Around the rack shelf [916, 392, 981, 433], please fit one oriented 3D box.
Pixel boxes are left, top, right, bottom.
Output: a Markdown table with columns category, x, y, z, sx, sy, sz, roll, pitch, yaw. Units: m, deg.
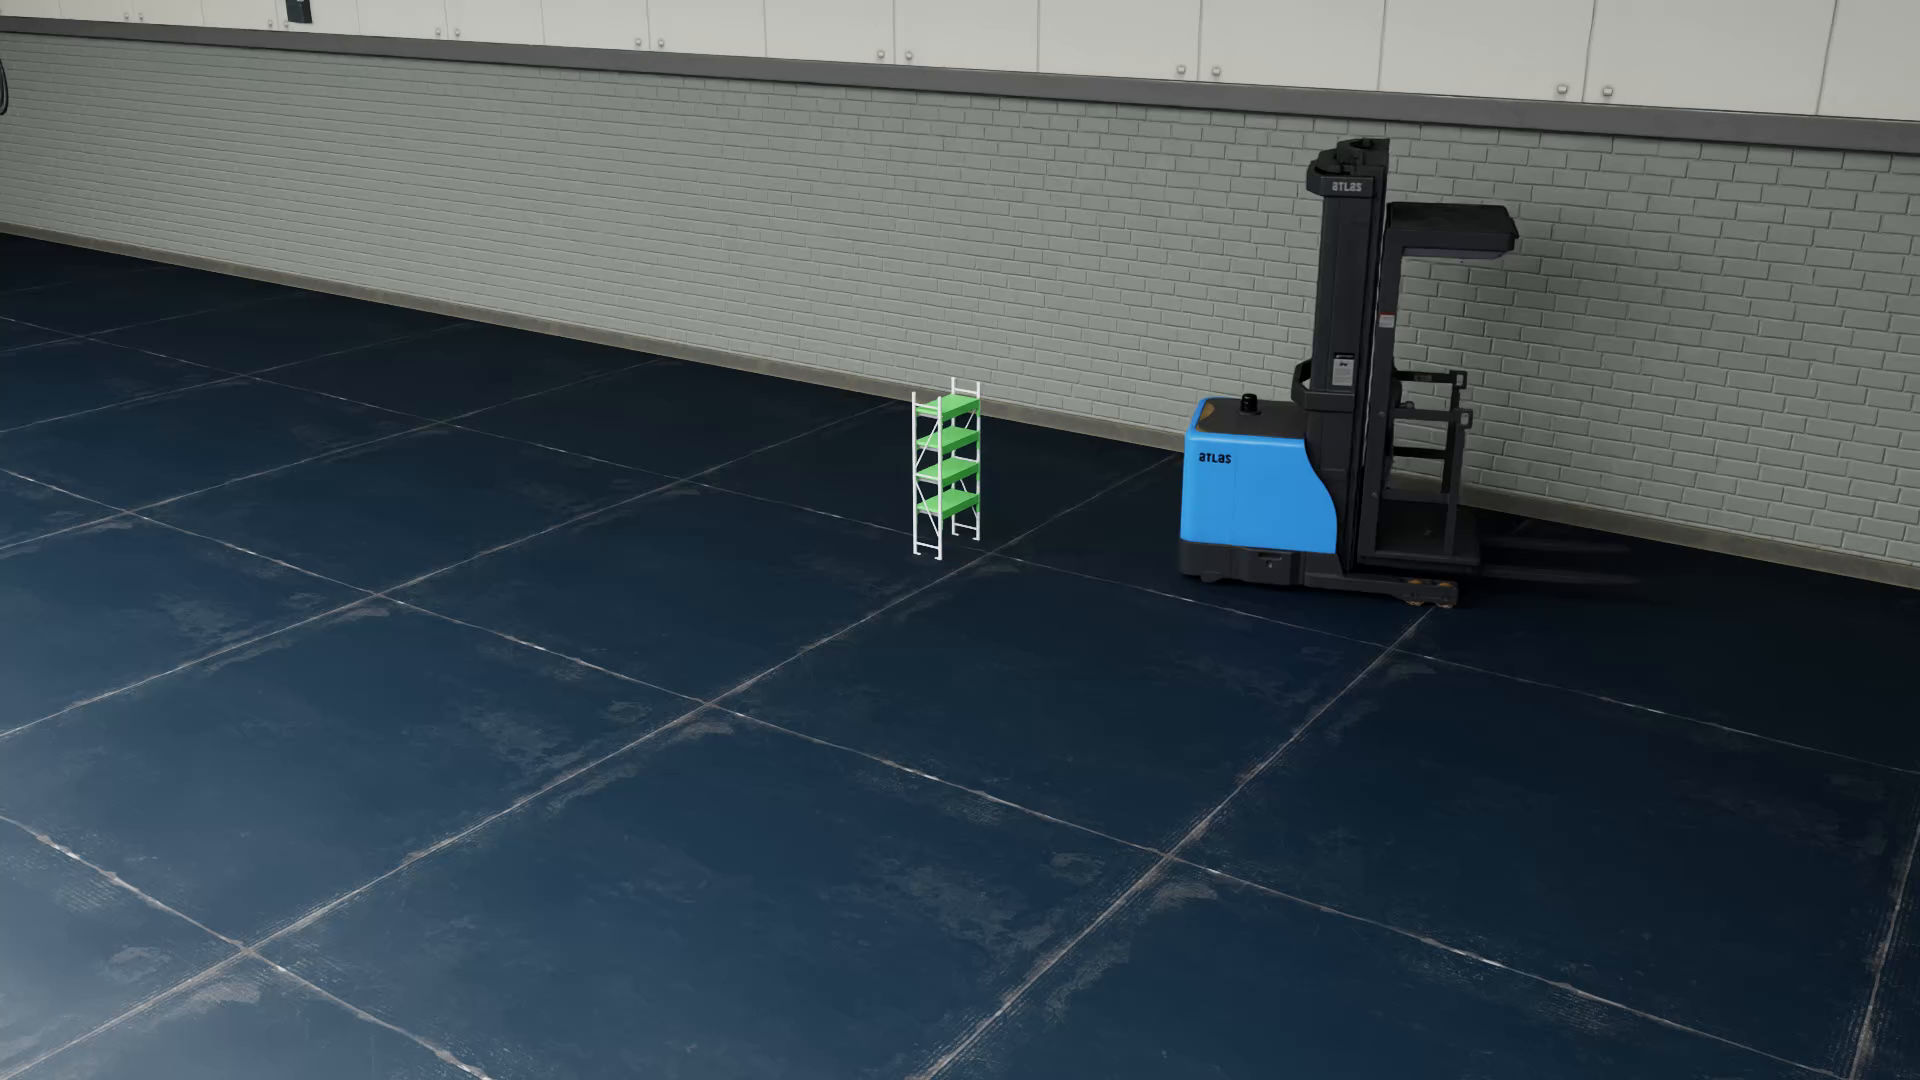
| category | x | y | z | sx | sy | sz | roll | pitch | yaw |
| --- | --- | --- | --- | --- | --- | --- | --- | --- | --- |
| rack shelf | -0.093 | -0.906 | 11.784 | 0.258 | 0.148 | 0.480 | 13 | 24 | 32 |

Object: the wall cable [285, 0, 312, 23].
| category | x | y | z | sx | sy | sz | roll | pitch | yaw |
| --- | --- | --- | --- | --- | --- | --- | --- | --- | --- |
| wall cable | -6.822 | -8.611 | 17.670 | 2.305 | 6.003 | 0.169 | 13 | 24 | 32 |

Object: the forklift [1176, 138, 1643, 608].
| category | x | y | z | sx | sy | sz | roll | pitch | yaw |
| --- | --- | --- | --- | --- | --- | --- | --- | --- | --- |
| forklift | 3.072 | -1.125 | 11.082 | 3.031 | 2.935 | 1.130 | 5 | 21 | 13 |

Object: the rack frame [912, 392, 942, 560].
| category | x | y | z | sx | sy | sz | roll | pitch | yaw |
| --- | --- | --- | --- | --- | --- | --- | --- | --- | --- |
| rack frame | -0.230 | -0.445 | 11.739 | 0.240 | 1.200 | 0.015 | 13 | 24 | 32 |

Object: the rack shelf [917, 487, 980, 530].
| category | x | y | z | sx | sy | sz | roll | pitch | yaw |
| --- | --- | --- | --- | --- | --- | --- | --- | --- | --- |
| rack shelf | -0.093 | -0.230 | 12.034 | 0.258 | 0.148 | 0.480 | 13 | 24 | 32 |

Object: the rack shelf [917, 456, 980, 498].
| category | x | y | z | sx | sy | sz | roll | pitch | yaw |
| --- | --- | --- | --- | --- | --- | --- | --- | --- | --- |
| rack shelf | -0.093 | -0.455 | 11.951 | 0.258 | 0.148 | 0.480 | 13 | 24 | 32 |

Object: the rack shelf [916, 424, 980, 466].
| category | x | y | z | sx | sy | sz | roll | pitch | yaw |
| --- | --- | --- | --- | --- | --- | --- | --- | --- | --- |
| rack shelf | -0.093 | -0.680 | 11.867 | 0.258 | 0.148 | 0.480 | 13 | 24 | 32 |

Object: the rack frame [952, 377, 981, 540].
| category | x | y | z | sx | sy | sz | roll | pitch | yaw |
| --- | --- | --- | --- | --- | --- | --- | --- | --- | --- |
| rack frame | 0.044 | -0.585 | 12.118 | 0.240 | 1.200 | 0.015 | 13 | 24 | 32 |

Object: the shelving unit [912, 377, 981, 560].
| category | x | y | z | sx | sy | sz | roll | pitch | yaw |
| --- | --- | --- | --- | --- | --- | --- | --- | --- | --- |
| shelving unit | -0.093 | -0.515 | 11.928 | 0.258 | 1.200 | 0.503 | 13 | 24 | 32 |

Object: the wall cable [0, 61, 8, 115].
| category | x | y | z | sx | sy | sz | roll | pitch | yaw |
| --- | --- | --- | --- | --- | --- | --- | --- | --- | --- |
| wall cable | -14.664 | -7.415 | 23.816 | 3.097 | 2.526 | 0.112 | 13 | 24 | 32 |
